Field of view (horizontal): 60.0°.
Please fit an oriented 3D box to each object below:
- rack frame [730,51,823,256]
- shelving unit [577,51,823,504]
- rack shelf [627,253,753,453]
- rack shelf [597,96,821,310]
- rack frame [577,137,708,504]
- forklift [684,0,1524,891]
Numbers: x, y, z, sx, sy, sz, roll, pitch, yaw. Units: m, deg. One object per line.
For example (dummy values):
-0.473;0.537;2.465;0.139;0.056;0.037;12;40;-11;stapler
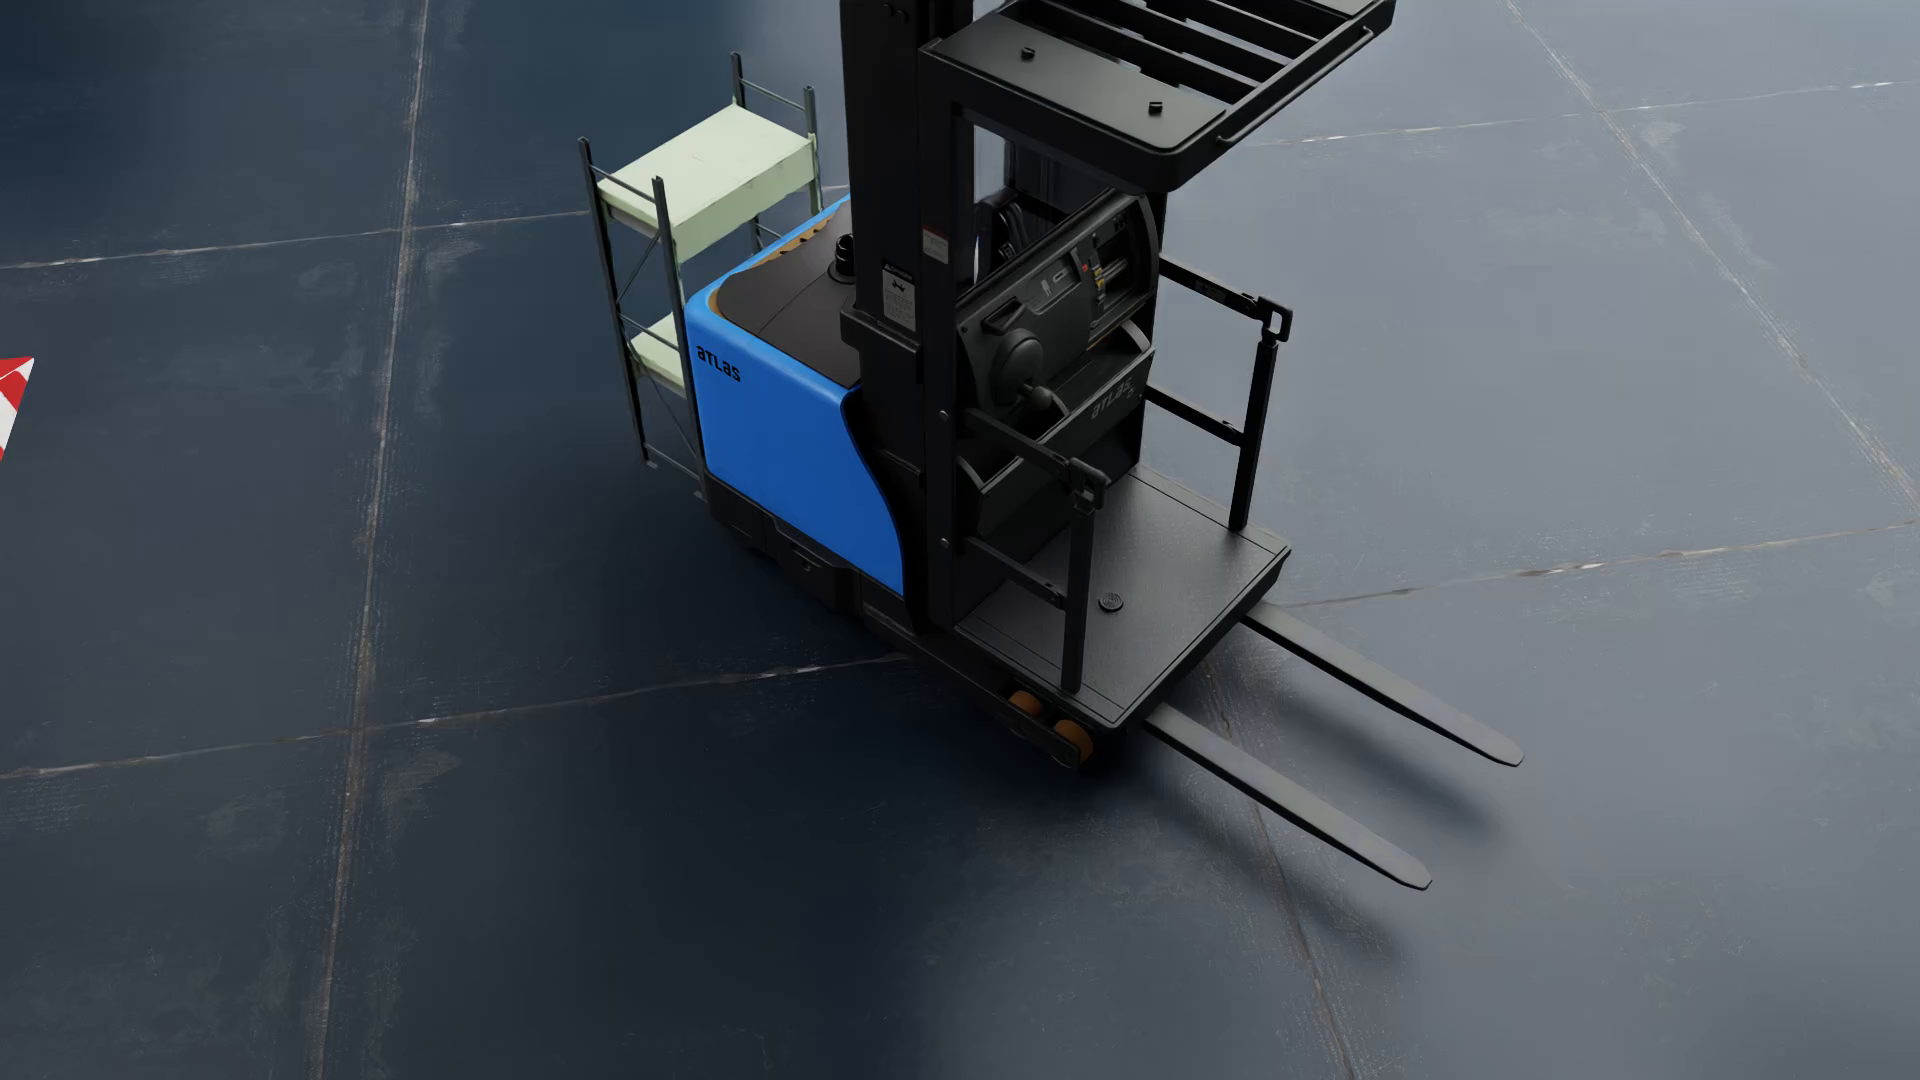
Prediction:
-0.675;-1.165;6.514;0.400;1.500;0.023;31;53;26;rack frame
-0.908;-0.962;6.318;0.431;1.500;0.755;31;53;26;shelving unit
-0.907;-0.735;6.552;0.431;0.370;0.720;31;53;26;rack shelf
-0.909;-1.233;6.037;0.431;0.370;0.720;31;53;26;rack shelf
-1.141;-0.759;6.122;0.400;1.500;0.023;31;53;26;rack frame
0.478;-0.675;5.049;3.031;2.935;1.130;31;54;27;forklift
